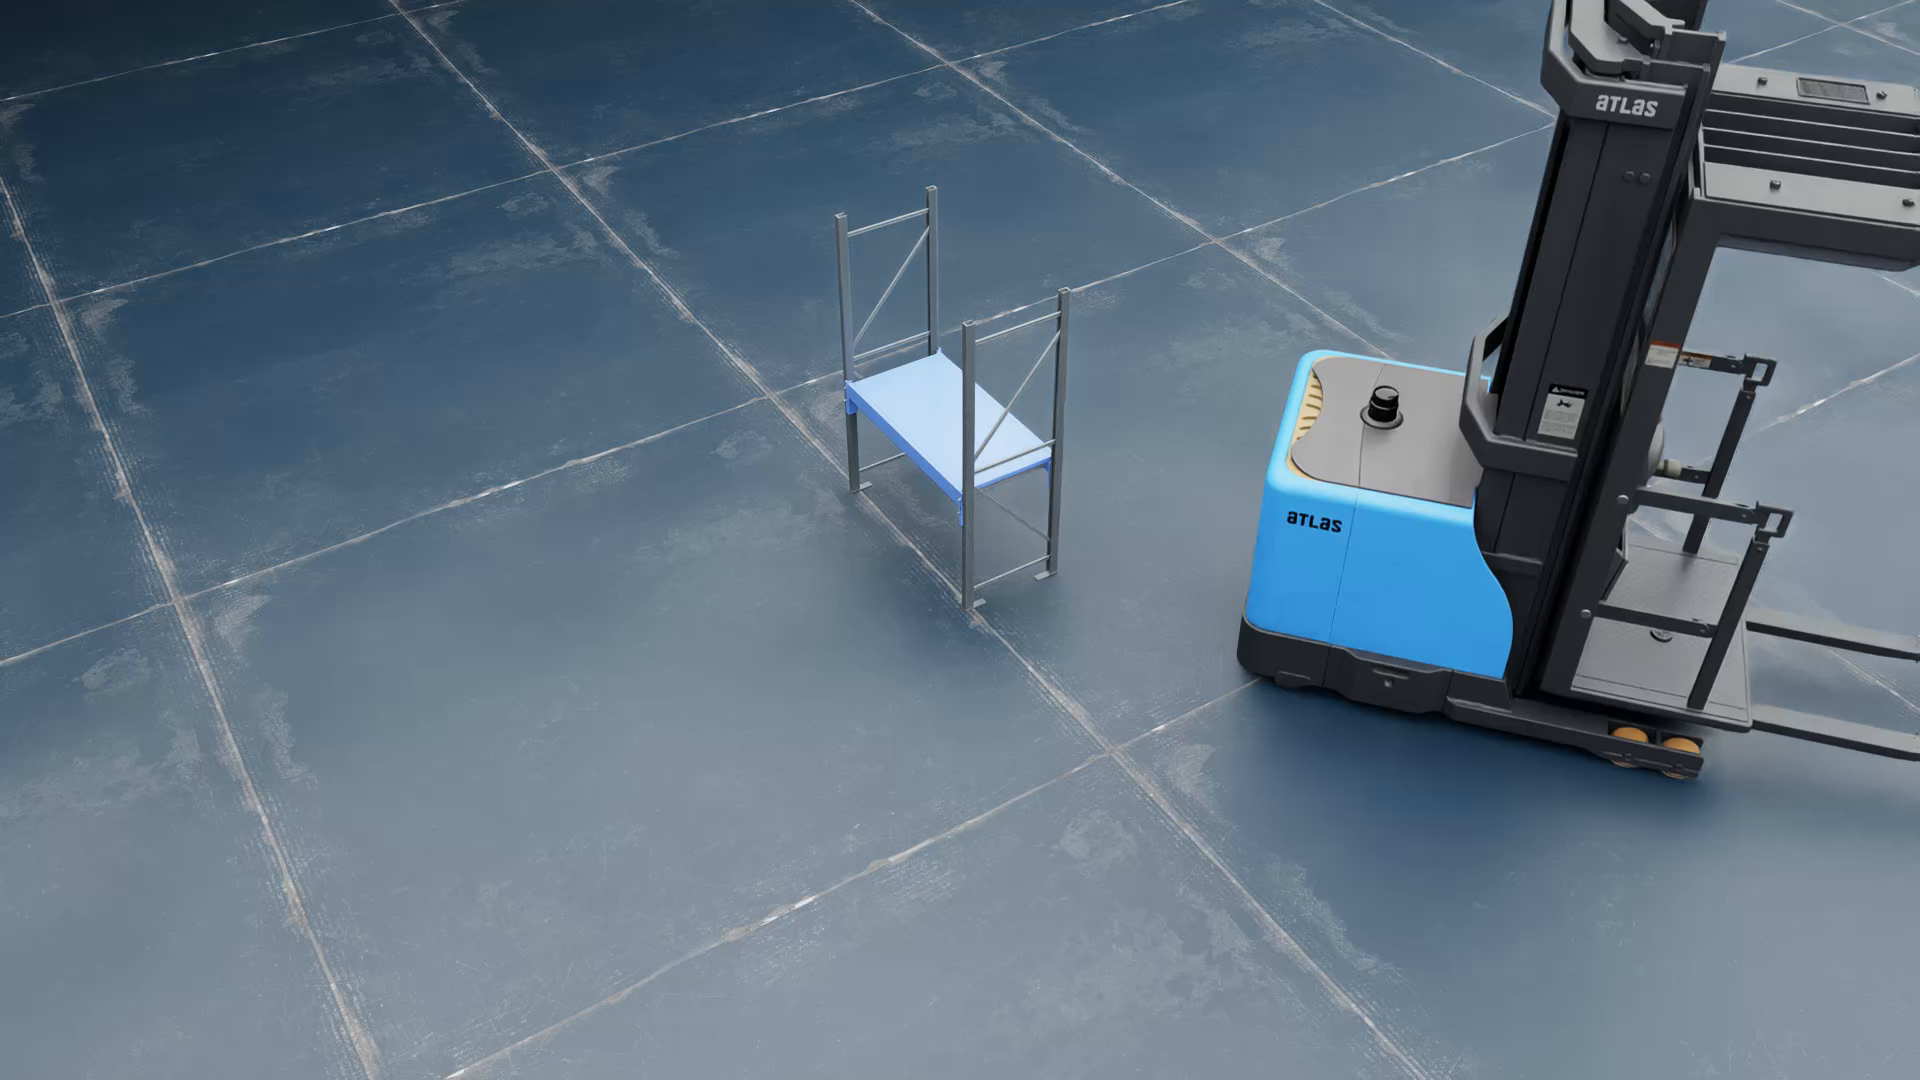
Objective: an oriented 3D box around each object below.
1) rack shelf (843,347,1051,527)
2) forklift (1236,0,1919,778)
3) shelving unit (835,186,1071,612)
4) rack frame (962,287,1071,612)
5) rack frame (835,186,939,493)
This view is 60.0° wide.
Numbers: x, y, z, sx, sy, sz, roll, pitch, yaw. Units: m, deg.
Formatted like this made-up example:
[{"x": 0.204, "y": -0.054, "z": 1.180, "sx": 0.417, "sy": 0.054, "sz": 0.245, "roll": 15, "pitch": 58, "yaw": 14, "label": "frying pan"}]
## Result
[{"x": -0.046, "y": -0.484, "z": 7.501, "sx": 0.538, "sy": 0.185, "sz": 1.000, "roll": -22, "pitch": 45, "yaw": -24, "label": "rack shelf"}, {"x": 2.756, "y": -0.554, "z": 6.186, "sx": 3.031, "sy": 2.935, "sz": 1.130, "roll": 11, "pitch": 41, "yaw": 13, "label": "forklift"}, {"x": -0.046, "y": -0.622, "z": 7.386, "sx": 0.538, "sy": 1.500, "sz": 1.048, "roll": -22, "pitch": 45, "yaw": -24, "label": "shelving unit"}, {"x": 0.227, "y": -0.348, "z": 7.056, "sx": 0.500, "sy": 1.500, "sz": 0.032, "roll": -22, "pitch": 45, "yaw": -24, "label": "rack frame"}, {"x": -0.319, "y": -0.897, "z": 7.715, "sx": 0.500, "sy": 1.500, "sz": 0.032, "roll": -22, "pitch": 45, "yaw": -24, "label": "rack frame"}]
